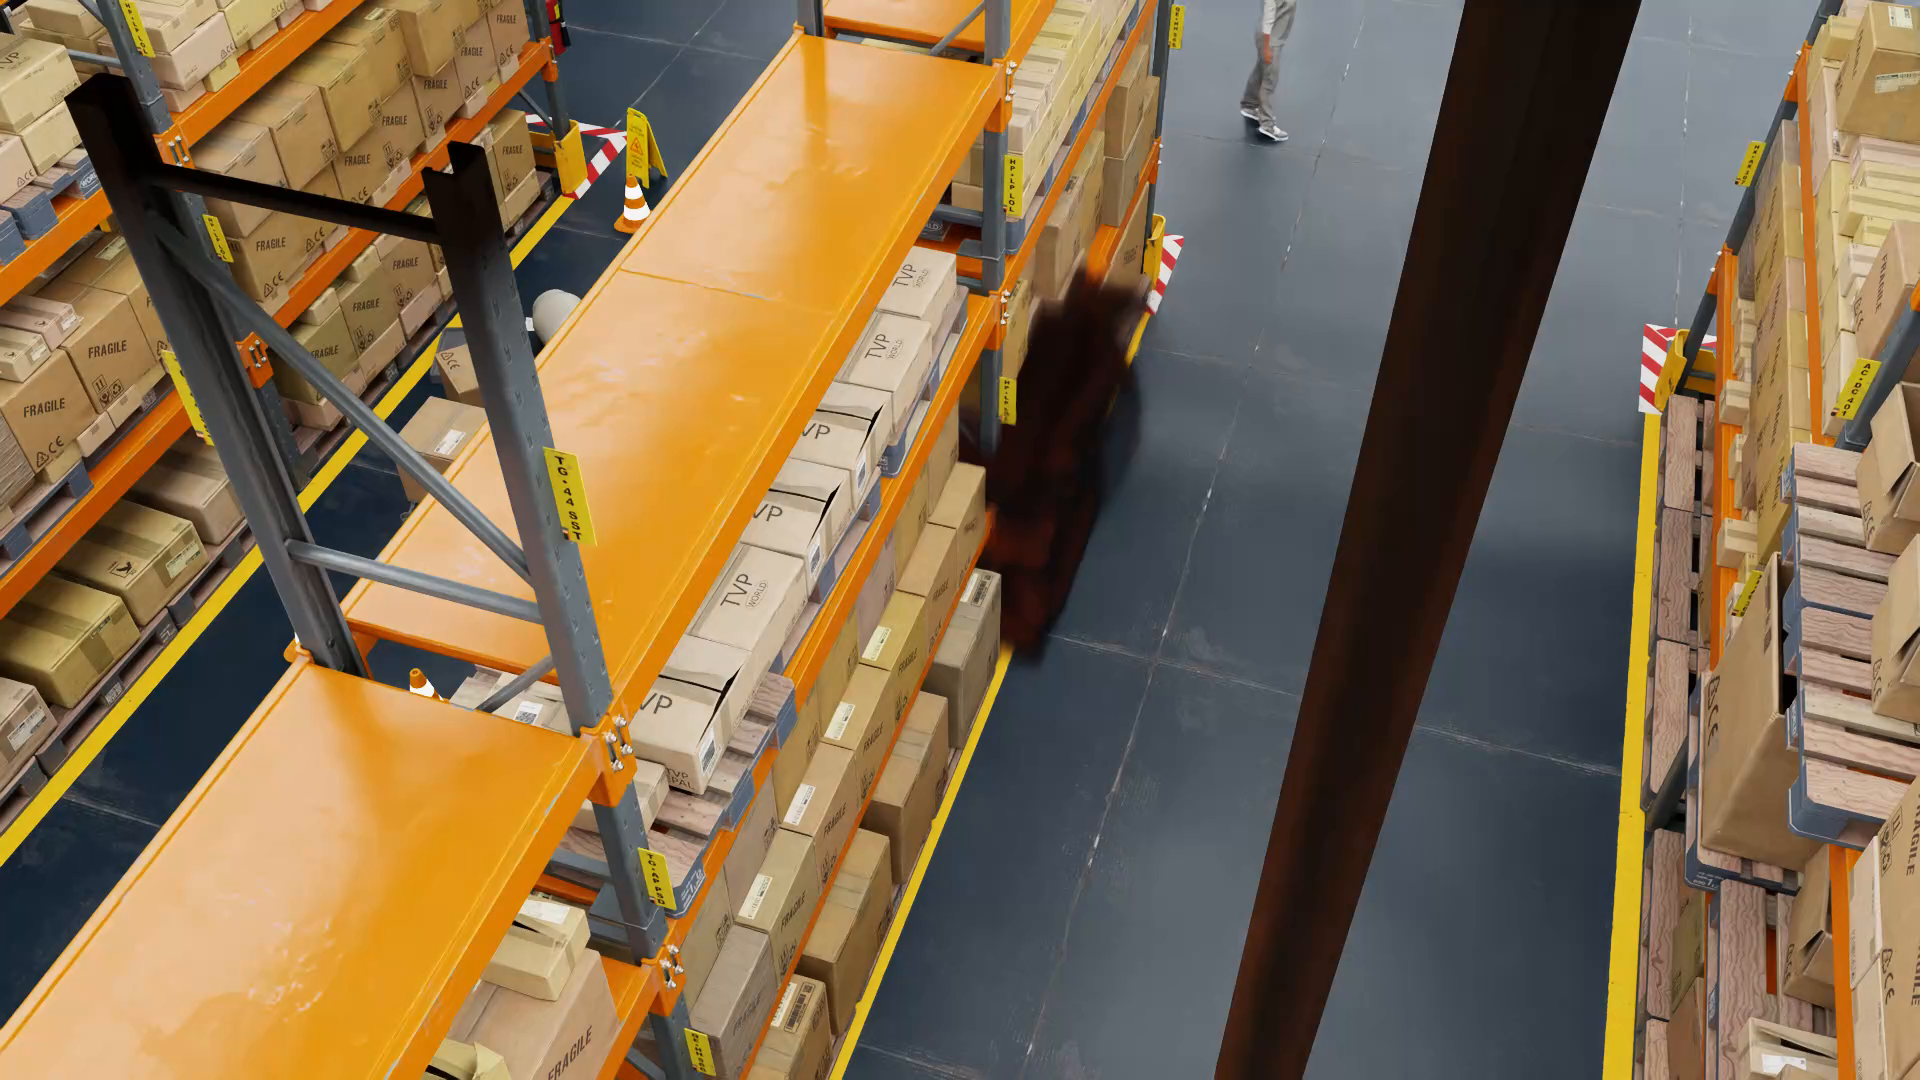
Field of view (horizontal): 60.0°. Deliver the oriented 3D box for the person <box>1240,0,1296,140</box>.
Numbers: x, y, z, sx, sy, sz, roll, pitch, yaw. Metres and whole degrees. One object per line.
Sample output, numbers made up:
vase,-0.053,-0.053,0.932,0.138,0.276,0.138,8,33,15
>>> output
person,2.694,-4.248,14.170,0.479,1.615,0.463,11,47,11
